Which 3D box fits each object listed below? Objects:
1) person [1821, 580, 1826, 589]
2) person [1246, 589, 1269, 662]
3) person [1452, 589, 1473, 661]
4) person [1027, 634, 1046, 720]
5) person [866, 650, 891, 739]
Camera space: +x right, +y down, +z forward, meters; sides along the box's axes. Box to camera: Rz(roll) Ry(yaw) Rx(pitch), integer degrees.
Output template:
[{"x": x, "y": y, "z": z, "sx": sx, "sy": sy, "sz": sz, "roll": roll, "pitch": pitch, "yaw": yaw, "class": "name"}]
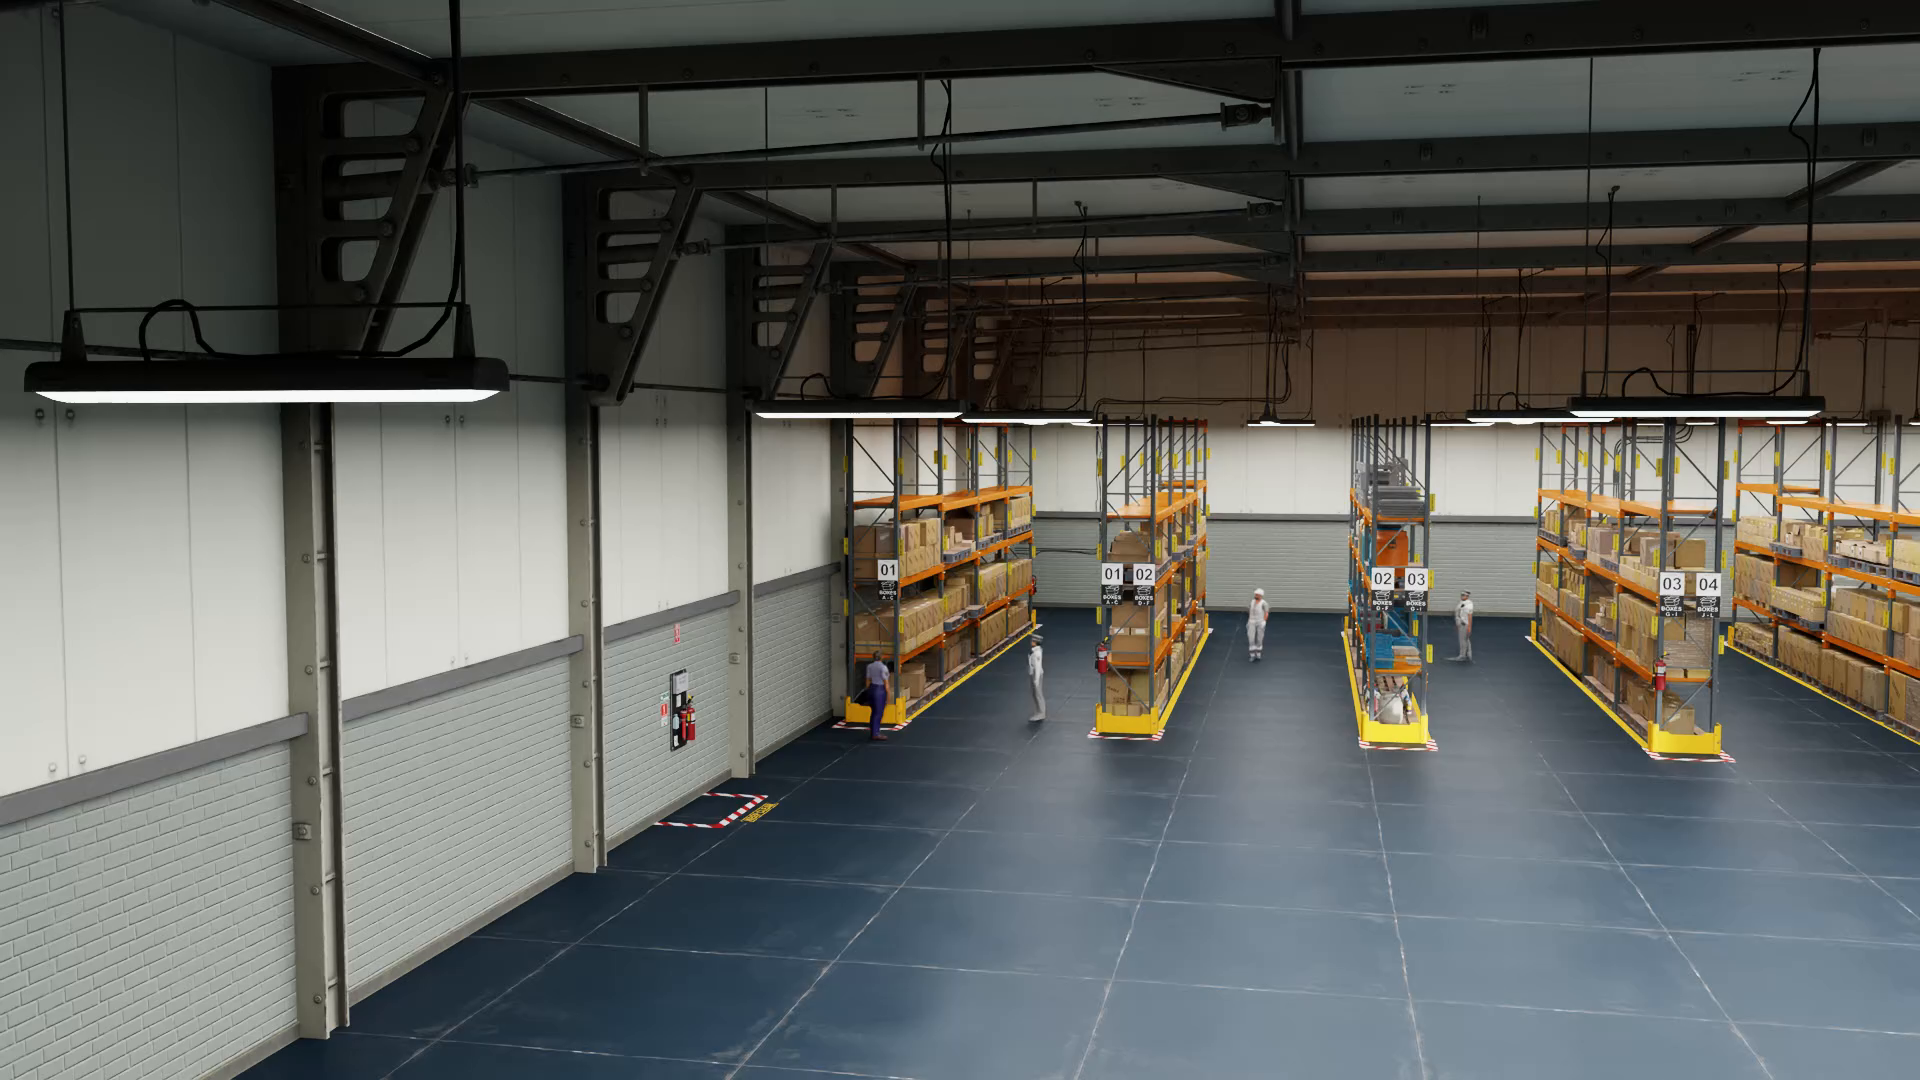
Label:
[{"x": 23.477, "y": 1.840, "z": 45.322, "sx": 0.964, "sy": 1.726, "sz": 0.590, "roll": 0, "pitch": 4, "yaw": -6, "class": "person"}, {"x": 7.352, "y": 2.112, "z": 41.144, "sx": 0.561, "sy": 1.793, "sz": 0.643, "roll": 1, "pitch": 4, "yaw": 10, "class": "person"}, {"x": 12.438, "y": 2.096, "z": 41.174, "sx": 0.502, "sy": 1.766, "sz": 0.535, "roll": 1, "pitch": 4, "yaw": 12, "class": "person"}, {"x": 1.494, "y": 2.710, "z": 32.773, "sx": 0.378, "sy": 1.719, "sz": 0.575, "roll": -1, "pitch": 4, "yaw": -9, "class": "person"}, {"x": -1.489, "y": 2.861, "z": 30.823, "sx": 0.480, "sy": 1.662, "sz": 0.588, "roll": -3, "pitch": 5, "yaw": -36, "class": "person"}]
